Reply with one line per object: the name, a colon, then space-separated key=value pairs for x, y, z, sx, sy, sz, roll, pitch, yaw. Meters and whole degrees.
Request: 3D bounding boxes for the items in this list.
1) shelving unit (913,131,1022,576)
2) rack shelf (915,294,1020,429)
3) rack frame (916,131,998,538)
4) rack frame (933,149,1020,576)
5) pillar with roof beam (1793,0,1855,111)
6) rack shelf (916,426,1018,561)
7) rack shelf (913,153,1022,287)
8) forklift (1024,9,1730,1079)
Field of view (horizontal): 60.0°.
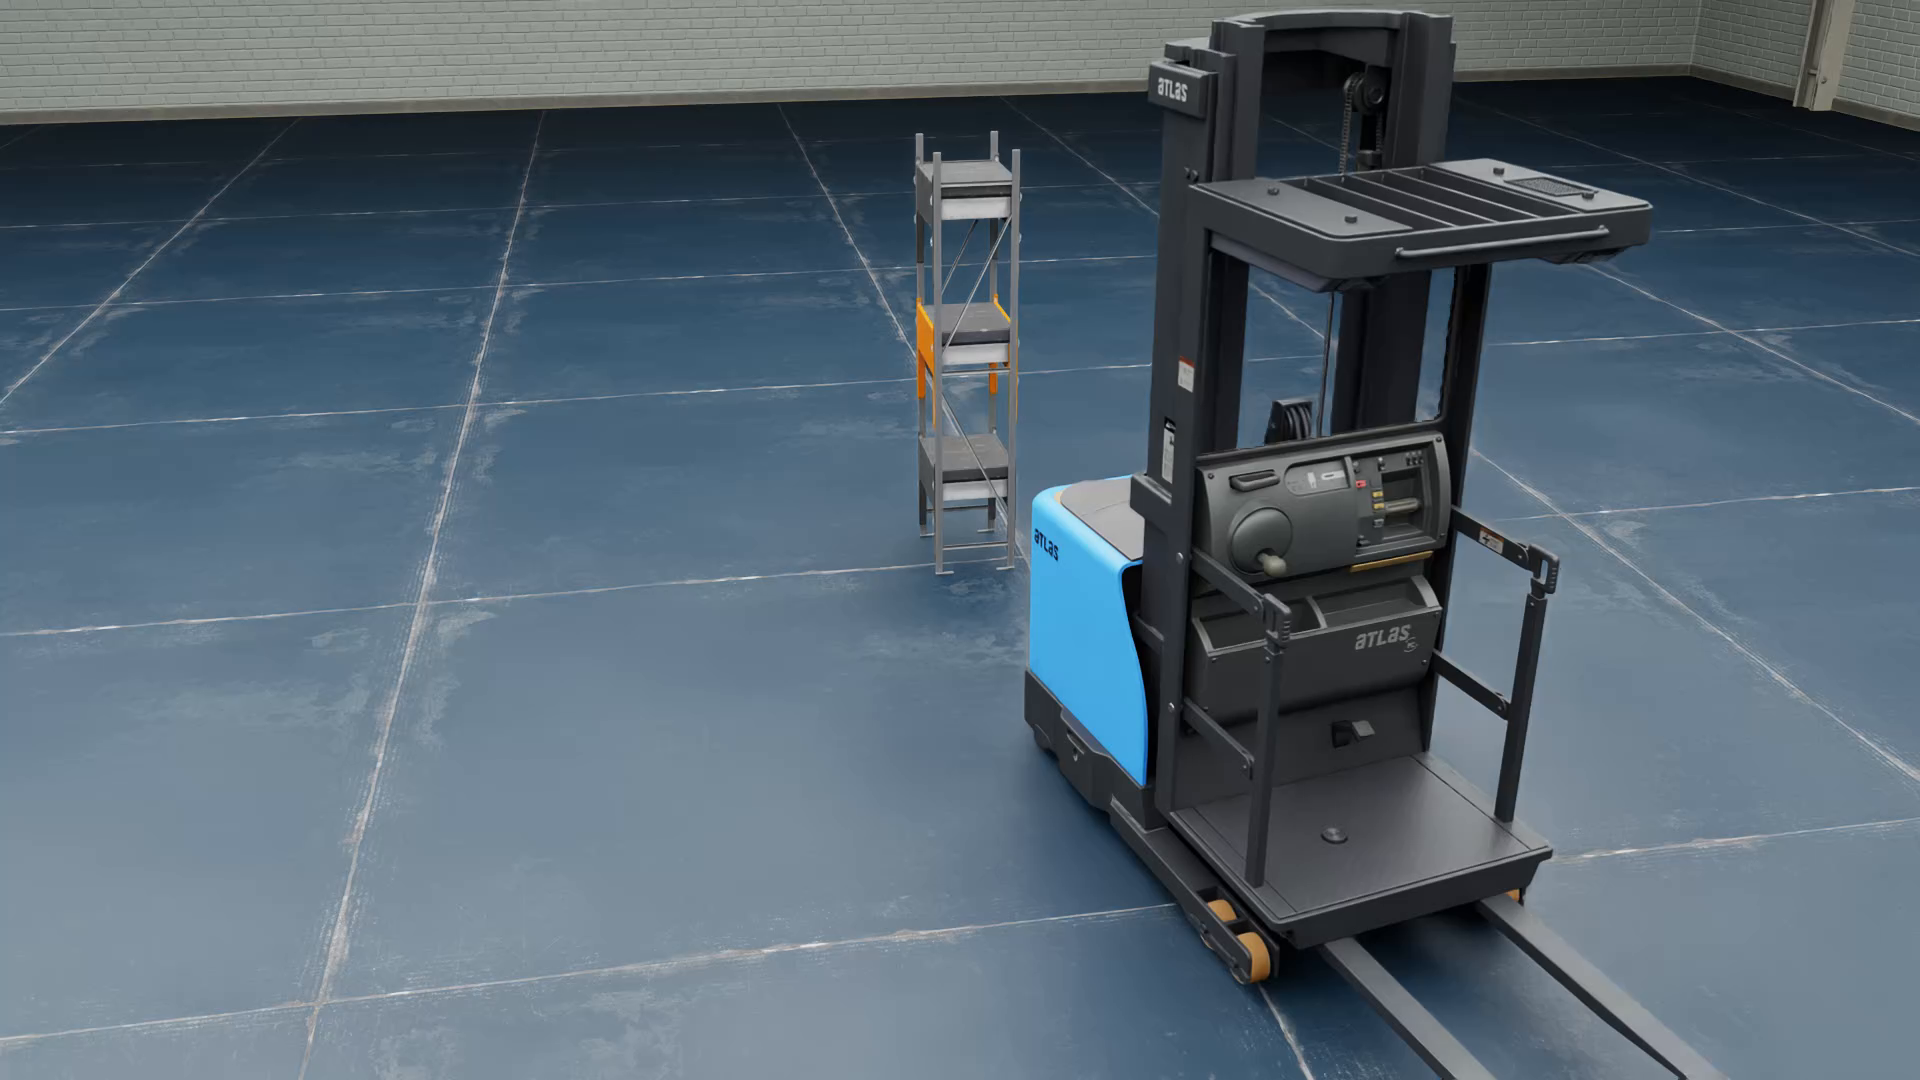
shelving unit: x=0.031 y=-0.897 z=8.181 sx=0.431 sy=2.100 sz=0.503 roll=-4 pitch=24 yaw=-10
rack shelf: x=0.031 y=-0.885 z=8.186 sx=0.431 sy=0.518 sz=0.480 roll=-4 pitch=24 yaw=-10
rack frame: x=-0.015 y=-0.993 z=8.400 sx=0.400 sy=2.100 sz=0.015 roll=-4 pitch=24 yaw=-10
rack frame: x=0.076 y=-0.801 z=7.961 sx=0.400 sy=2.100 sz=0.015 roll=-4 pitch=24 yaw=-10
pillar with roof beam: x=6.841 y=-9.415 z=19.064 sx=9.100 sy=9.000 sz=0.400 roll=-4 pitch=24 yaw=-10
rack shelf: x=0.031 y=-0.243 z=8.466 sx=0.431 sy=0.518 sz=0.480 roll=-4 pitch=24 yaw=-10
rack shelf: x=0.031 y=-1.526 z=7.906 sx=0.431 sy=0.518 sz=0.480 roll=-4 pitch=24 yaw=-10
forklift: x=1.296 y=-0.086 z=5.286 sx=1.130 sy=2.935 sz=3.031 roll=-9 pitch=25 yaw=-20
